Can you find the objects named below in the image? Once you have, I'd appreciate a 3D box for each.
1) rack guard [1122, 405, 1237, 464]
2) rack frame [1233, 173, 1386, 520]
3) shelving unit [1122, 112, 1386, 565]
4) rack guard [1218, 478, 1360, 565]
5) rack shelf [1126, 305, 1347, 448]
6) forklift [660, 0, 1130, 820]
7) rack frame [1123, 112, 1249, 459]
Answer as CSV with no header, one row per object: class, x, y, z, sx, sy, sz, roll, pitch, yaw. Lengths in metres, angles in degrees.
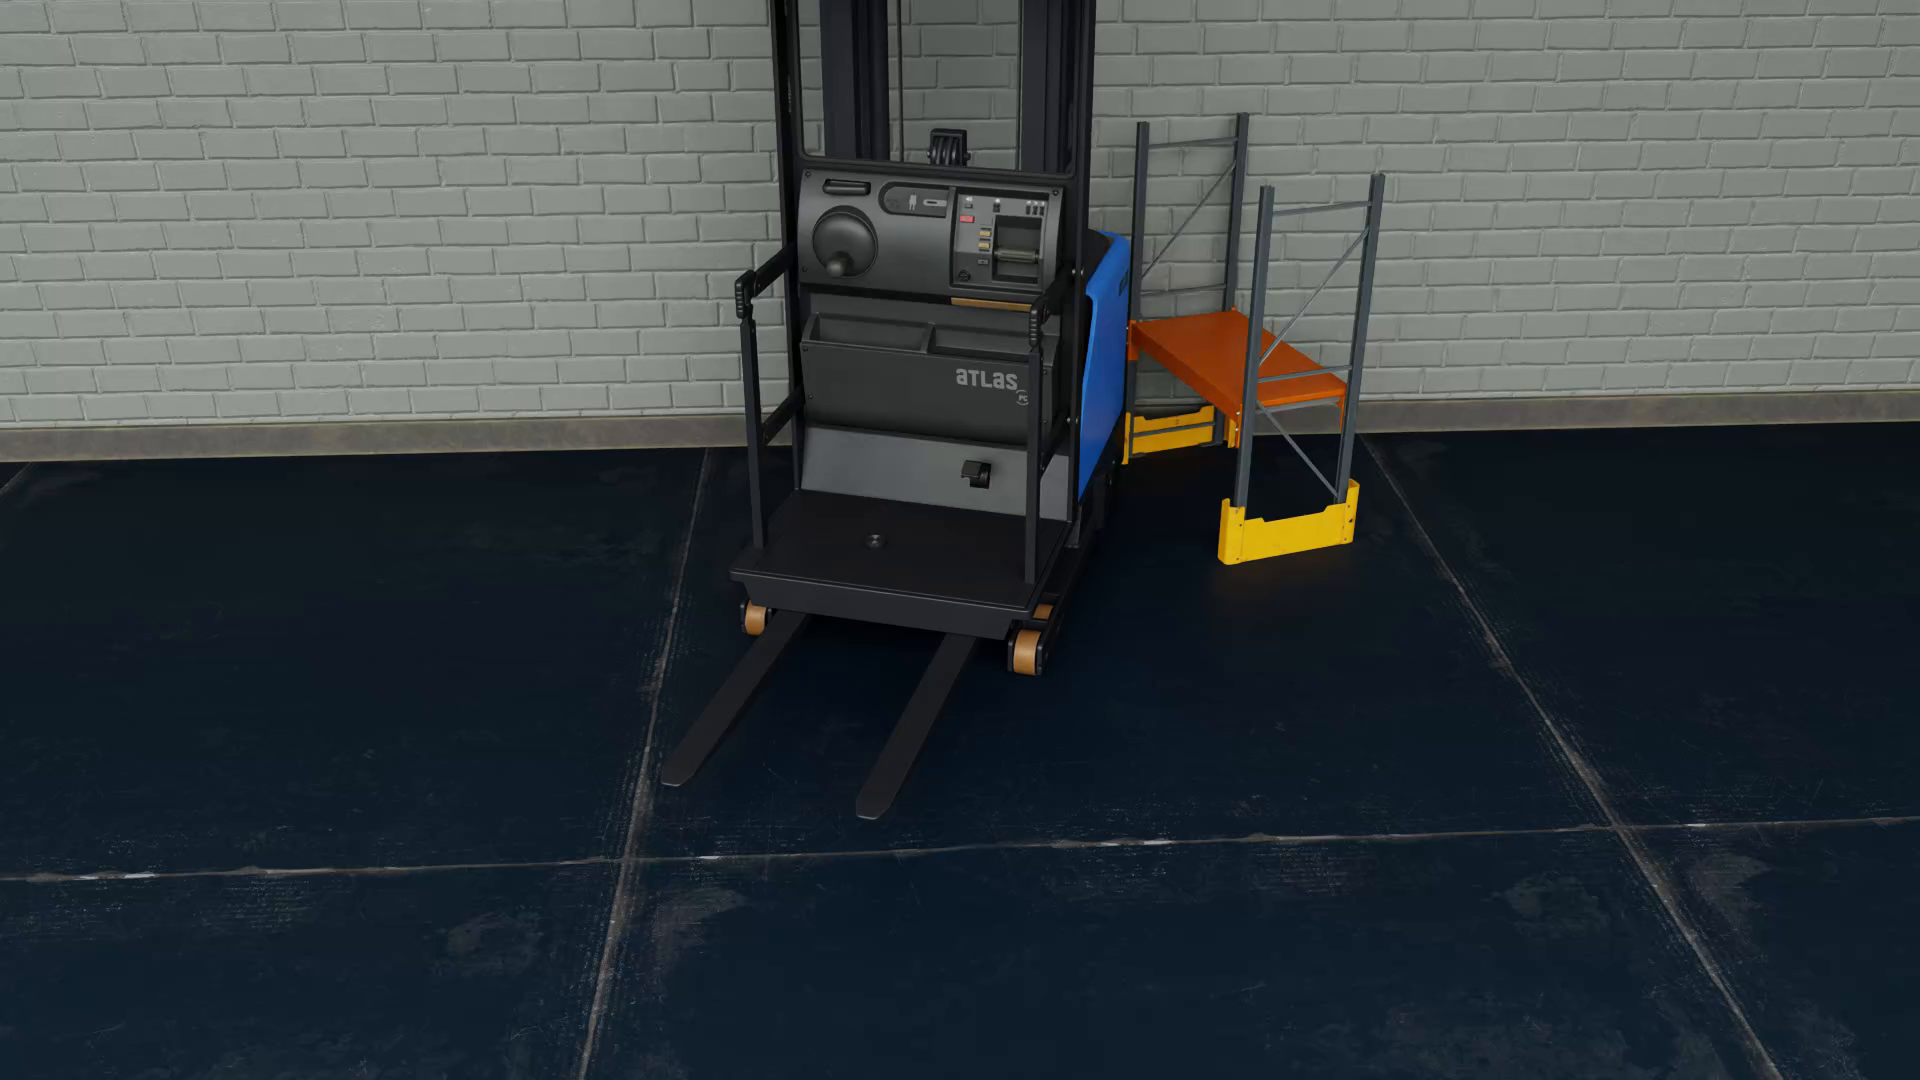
rack guard,0.967,-0.508,7.454,0.587,0.250,0.087,-10,29,-18
rack frame,1.310,-0.629,6.334,0.500,1.500,0.032,-10,29,-18
shelving unit,1.138,-0.846,6.750,0.587,1.500,1.083,-10,29,-18
rack guard,1.309,-0.075,6.624,0.587,0.250,0.087,-10,29,-18
rack shelf,1.135,-0.690,6.841,0.538,0.185,1.000,-10,29,-18
forklift,-0.164,-1.021,5.539,1.130,2.935,3.031,7,28,13
rack frame,0.961,-1.071,7.181,0.500,1.500,0.032,-10,29,-18
